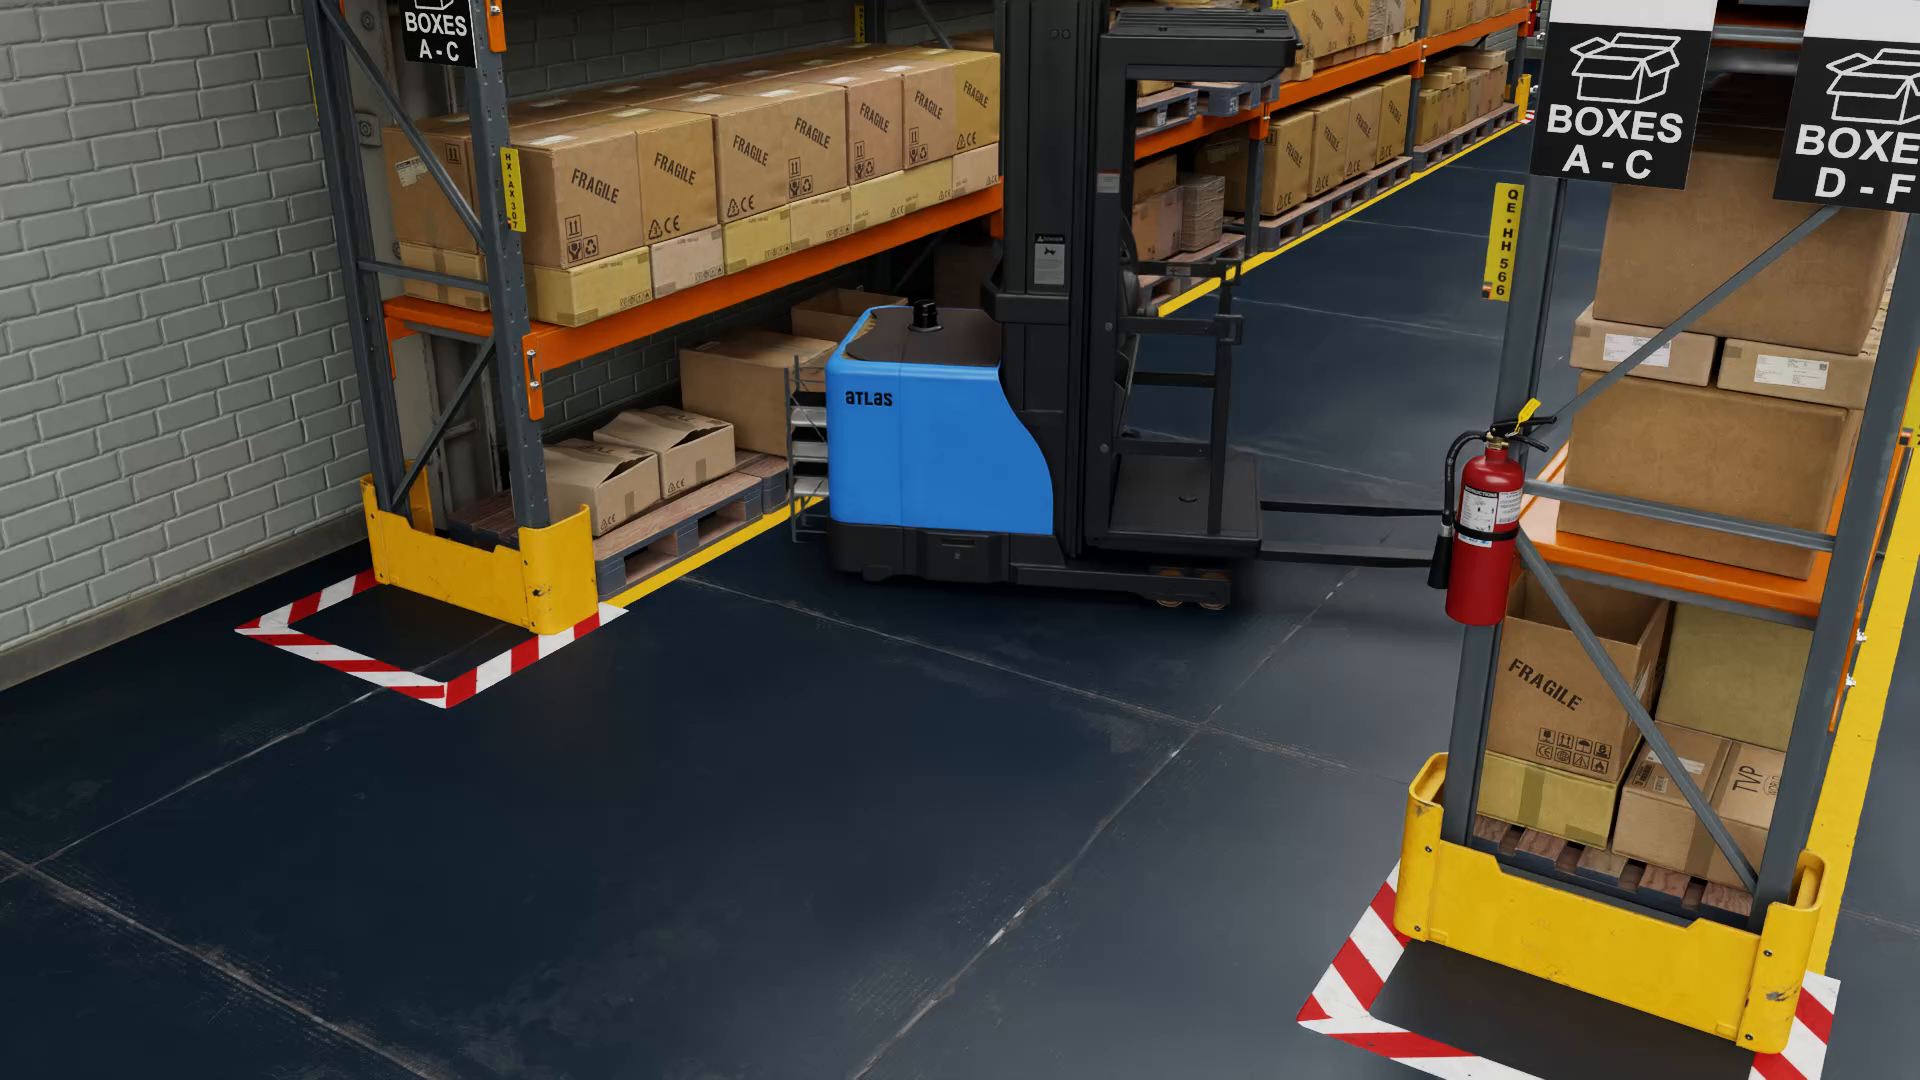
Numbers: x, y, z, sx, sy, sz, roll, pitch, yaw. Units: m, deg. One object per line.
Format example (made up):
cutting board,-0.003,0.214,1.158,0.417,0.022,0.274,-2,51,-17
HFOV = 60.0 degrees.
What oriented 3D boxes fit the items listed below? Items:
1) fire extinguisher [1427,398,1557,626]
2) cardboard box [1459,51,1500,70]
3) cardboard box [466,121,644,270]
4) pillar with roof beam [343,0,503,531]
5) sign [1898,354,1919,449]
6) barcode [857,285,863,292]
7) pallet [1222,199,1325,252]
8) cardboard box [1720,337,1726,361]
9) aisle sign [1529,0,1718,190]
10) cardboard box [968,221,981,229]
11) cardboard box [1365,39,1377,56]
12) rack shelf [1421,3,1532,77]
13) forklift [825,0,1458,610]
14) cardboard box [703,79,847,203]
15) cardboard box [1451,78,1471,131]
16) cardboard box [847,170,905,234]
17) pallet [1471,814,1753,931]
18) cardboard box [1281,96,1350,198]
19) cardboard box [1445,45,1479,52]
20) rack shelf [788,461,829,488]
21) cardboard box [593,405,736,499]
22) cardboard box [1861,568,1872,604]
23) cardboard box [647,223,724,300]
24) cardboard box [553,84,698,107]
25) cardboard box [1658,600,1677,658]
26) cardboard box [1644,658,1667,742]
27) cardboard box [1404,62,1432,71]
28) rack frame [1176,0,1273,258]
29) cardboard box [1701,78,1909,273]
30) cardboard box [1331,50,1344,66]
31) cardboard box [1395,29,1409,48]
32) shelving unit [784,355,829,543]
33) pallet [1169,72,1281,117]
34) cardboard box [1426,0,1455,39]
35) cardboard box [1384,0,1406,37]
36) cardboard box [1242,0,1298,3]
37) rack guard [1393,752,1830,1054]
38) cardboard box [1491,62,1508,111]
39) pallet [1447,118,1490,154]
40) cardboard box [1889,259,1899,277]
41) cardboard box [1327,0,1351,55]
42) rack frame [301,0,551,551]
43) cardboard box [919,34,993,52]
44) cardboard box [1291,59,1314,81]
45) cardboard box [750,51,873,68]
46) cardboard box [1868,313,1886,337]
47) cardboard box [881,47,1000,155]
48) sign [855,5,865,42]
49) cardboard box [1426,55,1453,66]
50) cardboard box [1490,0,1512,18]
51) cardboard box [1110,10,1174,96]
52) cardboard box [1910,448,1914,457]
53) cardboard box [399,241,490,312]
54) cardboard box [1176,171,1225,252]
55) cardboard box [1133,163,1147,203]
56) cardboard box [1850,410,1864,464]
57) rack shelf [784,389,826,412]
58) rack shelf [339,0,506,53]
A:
fire extinguisher,1.519,-0.089,4.777,0.296,0.674,0.183,14,27,29
cardboard box,5.874,-5.422,18.801,0.380,0.149,0.250,15,27,30
cardboard box,-1.728,-1.487,7.128,0.500,0.500,0.500,14,27,29
pillar with roof beam,1.057,-3.372,4.713,9.100,9.000,0.400,14,27,29
sign,2.444,-0.382,4.168,0.100,0.325,0.005,14,27,29
barcode,-0.614,-1.524,10.184,0.001,0.075,0.075,14,27,29
pallet,2.465,-2.775,14.394,1.003,0.211,1.213,14,27,29
cardboard box,2.152,-0.668,5.076,0.380,0.149,0.250,15,27,30
aisle sign,1.691,-1.300,4.204,0.394,0.787,0.004,14,27,29
cardboard box,0.479,-1.946,11.561,0.700,0.500,0.500,13,27,28
cardboard box,3.594,-4.536,15.244,0.380,0.149,0.250,14,27,29
rack shelf,5.150,-5.499,18.082,1.077,0.370,4.000,14,27,29
forklift,0.942,-1.256,7.462,3.031,2.935,1.130,3,24,8
cardboard box,-0.919,-2.001,8.317,0.500,0.500,0.500,15,27,31
cardboard box,5.117,-4.772,18.116,0.700,0.500,0.500,15,27,30
cardboard box,-0.639,-1.832,8.869,0.500,0.250,0.500,14,27,29
pallet,2.343,0.946,5.800,1.003,0.211,1.213,14,27,29
cardboard box,2.952,-3.525,14.795,0.750,0.750,0.750,14,27,29
cardboard box,5.817,-5.674,19.383,0.380,0.149,0.250,14,27,29
rack shelf,-0.697,-0.324,8.174,0.258,0.077,0.200,3,24,8
cardboard box,-1.493,-0.479,8.412,0.500,0.311,0.500,16,28,33
cardboard box,3.503,0.193,6.961,0.500,0.250,0.500,14,27,29
cardboard box,-1.446,-1.321,7.689,0.500,0.250,0.500,13,27,27
cardboard box,-1.624,-1.935,8.165,0.500,0.500,0.500,13,27,28
cardboard box,2.521,0.074,6.292,0.500,0.500,0.500,14,27,29
cardboard box,2.261,0.588,6.049,0.500,0.250,0.500,14,27,29
cardboard box,4.880,-5.073,17.995,0.380,0.149,0.250,14,27,29
rack frame,1.985,-3.804,13.262,1.000,3.000,0.127,14,27,29
cardboard box,2.799,-1.230,5.557,0.700,0.500,0.500,14,27,29
cardboard box,3.155,-4.281,14.653,0.380,0.149,0.250,14,27,29
cardboard box,4.044,-4.784,15.817,0.380,0.149,0.250,14,27,30
shelving unit,-0.697,-0.437,8.126,0.258,0.900,0.210,3,24,8
pallet,1.700,-3.453,12.693,1.213,0.211,1.003,14,27,29
cardboard box,4.395,-5.471,16.736,0.980,0.700,0.700,14,27,30
cardboard box,3.805,-4.963,15.413,0.500,0.500,0.500,14,27,29
cardboard box,2.459,-4.449,13.281,0.500,0.250,0.500,15,27,30
rack guard,1.963,1.088,5.107,1.175,0.500,0.348,14,27,29
cardboard box,5.921,-5.293,19.318,0.700,0.500,0.500,14,27,29
pallet,5.205,-4.528,18.444,1.003,0.211,1.213,14,27,29
cardboard box,2.909,-0.847,5.488,0.380,0.149,0.250,13,27,27
cardboard box,3.006,-4.448,14.224,0.500,0.500,0.500,14,27,29
rack frame,-2.235,-1.104,7.024,1.000,3.000,0.127,14,27,29
cardboard box,0.172,-2.866,10.416,0.700,0.500,0.500,14,27,29
cardboard box,2.708,-3.916,13.811,0.380,0.149,0.250,15,27,31
cardboard box,-0.826,-2.450,9.353,0.500,0.500,0.500,14,27,29
cardboard box,2.502,-0.588,4.890,0.380,0.149,0.250,13,27,28
cardboard box,-0.112,-2.514,9.502,0.500,0.500,0.500,14,27,29
sign,-0.598,-3.100,10.179,0.100,0.325,0.005,14,27,29
cardboard box,5.284,-5.333,18.594,0.380,0.149,0.250,14,27,30
cardboard box,5.570,-6.220,18.464,0.980,0.700,0.700,14,27,29
cardboard box,1.107,-3.466,11.801,0.700,0.500,0.500,14,27,29
cardboard box,4.780,-0.605,8.803,0.500,0.250,0.500,15,27,30
cardboard box,-2.153,-1.243,7.509,0.500,0.250,0.500,14,27,30
cardboard box,1.650,-2.605,13.084,0.700,0.500,0.500,14,27,30
cardboard box,1.029,-2.595,12.118,0.500,0.250,0.500,14,27,29
cardboard box,2.772,-0.613,5.763,0.700,0.500,0.500,14,27,29
rack shelf,-0.698,-0.654,8.032,0.258,0.077,0.200,3,24,8
rack shelf,-1.180,-2.825,8.131,1.077,0.370,4.000,14,27,29
